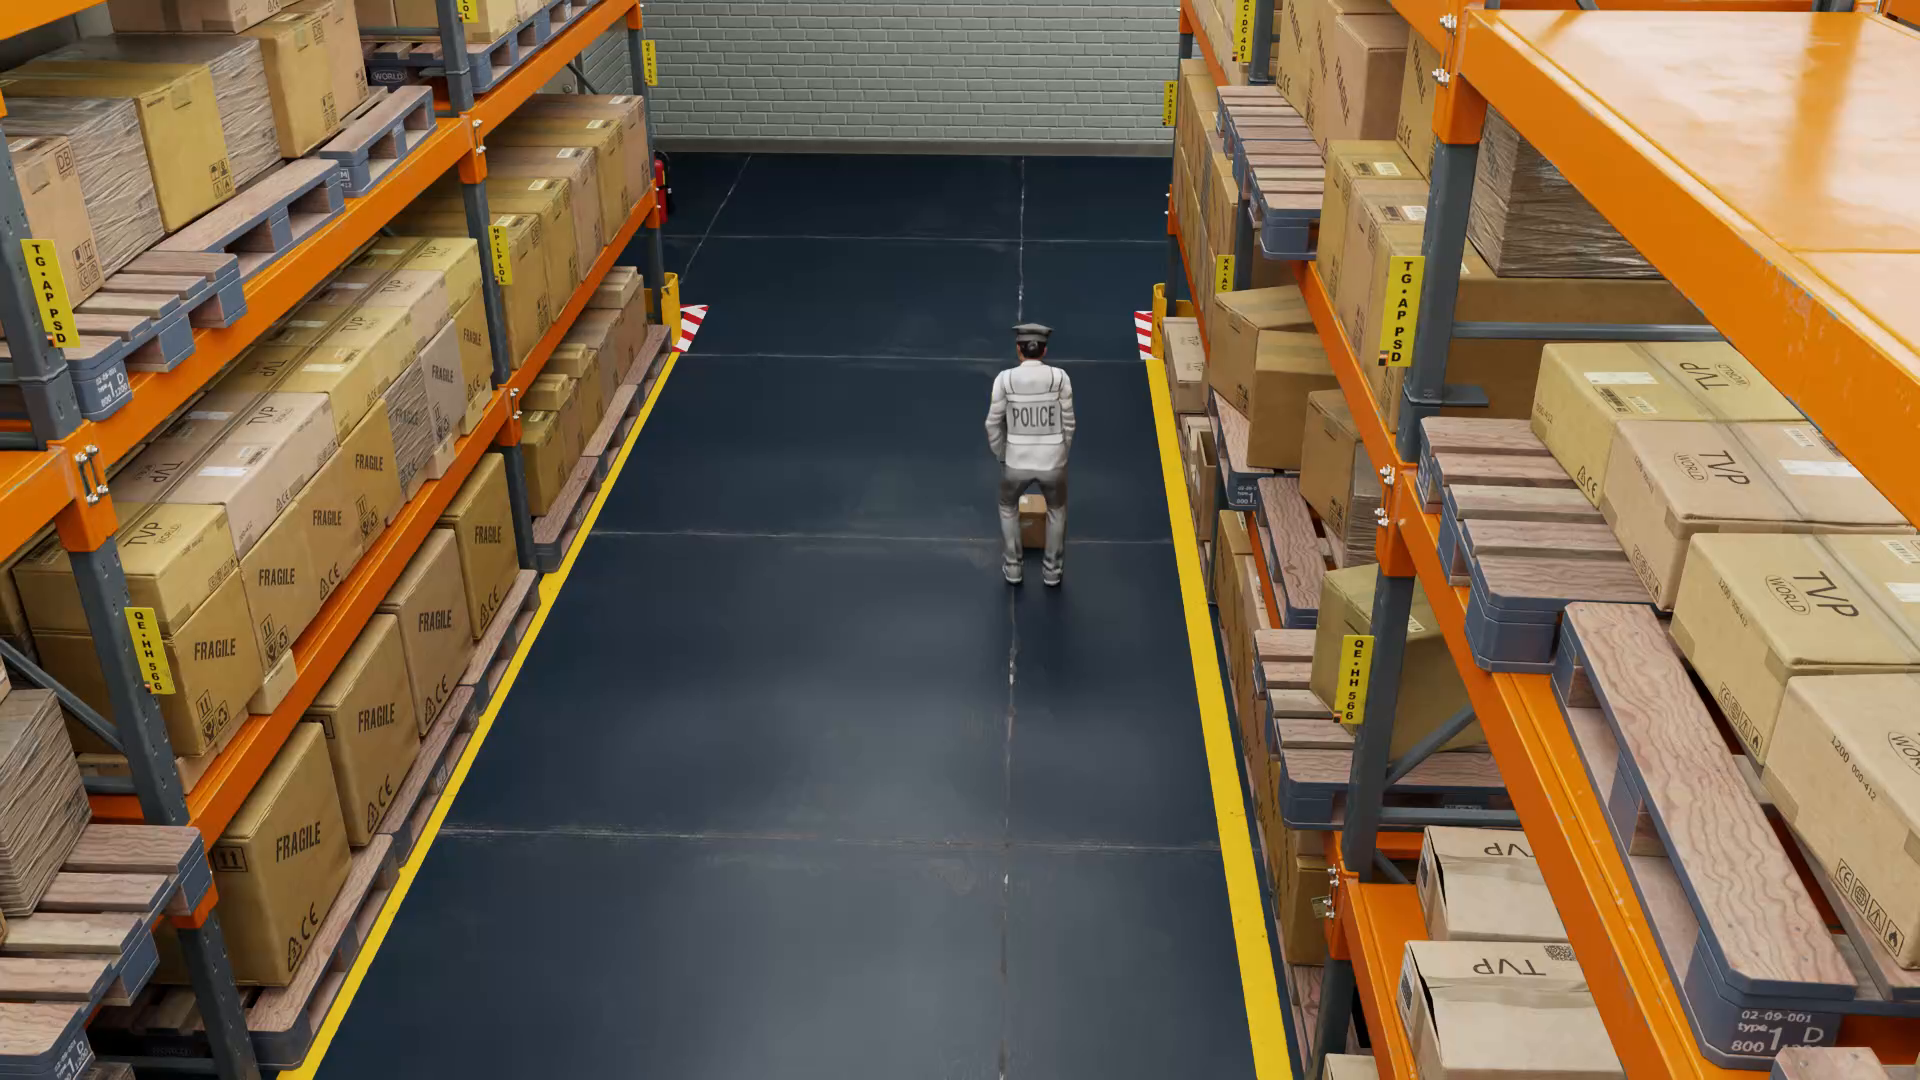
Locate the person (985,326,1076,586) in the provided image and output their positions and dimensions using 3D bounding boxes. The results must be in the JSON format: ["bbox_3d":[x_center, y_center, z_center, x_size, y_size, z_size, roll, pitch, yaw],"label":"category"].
[{"bbox_3d":[0.404,-0.472,9.652,0.523,1.537,0.569,1,28,3],"label":"person"}]
